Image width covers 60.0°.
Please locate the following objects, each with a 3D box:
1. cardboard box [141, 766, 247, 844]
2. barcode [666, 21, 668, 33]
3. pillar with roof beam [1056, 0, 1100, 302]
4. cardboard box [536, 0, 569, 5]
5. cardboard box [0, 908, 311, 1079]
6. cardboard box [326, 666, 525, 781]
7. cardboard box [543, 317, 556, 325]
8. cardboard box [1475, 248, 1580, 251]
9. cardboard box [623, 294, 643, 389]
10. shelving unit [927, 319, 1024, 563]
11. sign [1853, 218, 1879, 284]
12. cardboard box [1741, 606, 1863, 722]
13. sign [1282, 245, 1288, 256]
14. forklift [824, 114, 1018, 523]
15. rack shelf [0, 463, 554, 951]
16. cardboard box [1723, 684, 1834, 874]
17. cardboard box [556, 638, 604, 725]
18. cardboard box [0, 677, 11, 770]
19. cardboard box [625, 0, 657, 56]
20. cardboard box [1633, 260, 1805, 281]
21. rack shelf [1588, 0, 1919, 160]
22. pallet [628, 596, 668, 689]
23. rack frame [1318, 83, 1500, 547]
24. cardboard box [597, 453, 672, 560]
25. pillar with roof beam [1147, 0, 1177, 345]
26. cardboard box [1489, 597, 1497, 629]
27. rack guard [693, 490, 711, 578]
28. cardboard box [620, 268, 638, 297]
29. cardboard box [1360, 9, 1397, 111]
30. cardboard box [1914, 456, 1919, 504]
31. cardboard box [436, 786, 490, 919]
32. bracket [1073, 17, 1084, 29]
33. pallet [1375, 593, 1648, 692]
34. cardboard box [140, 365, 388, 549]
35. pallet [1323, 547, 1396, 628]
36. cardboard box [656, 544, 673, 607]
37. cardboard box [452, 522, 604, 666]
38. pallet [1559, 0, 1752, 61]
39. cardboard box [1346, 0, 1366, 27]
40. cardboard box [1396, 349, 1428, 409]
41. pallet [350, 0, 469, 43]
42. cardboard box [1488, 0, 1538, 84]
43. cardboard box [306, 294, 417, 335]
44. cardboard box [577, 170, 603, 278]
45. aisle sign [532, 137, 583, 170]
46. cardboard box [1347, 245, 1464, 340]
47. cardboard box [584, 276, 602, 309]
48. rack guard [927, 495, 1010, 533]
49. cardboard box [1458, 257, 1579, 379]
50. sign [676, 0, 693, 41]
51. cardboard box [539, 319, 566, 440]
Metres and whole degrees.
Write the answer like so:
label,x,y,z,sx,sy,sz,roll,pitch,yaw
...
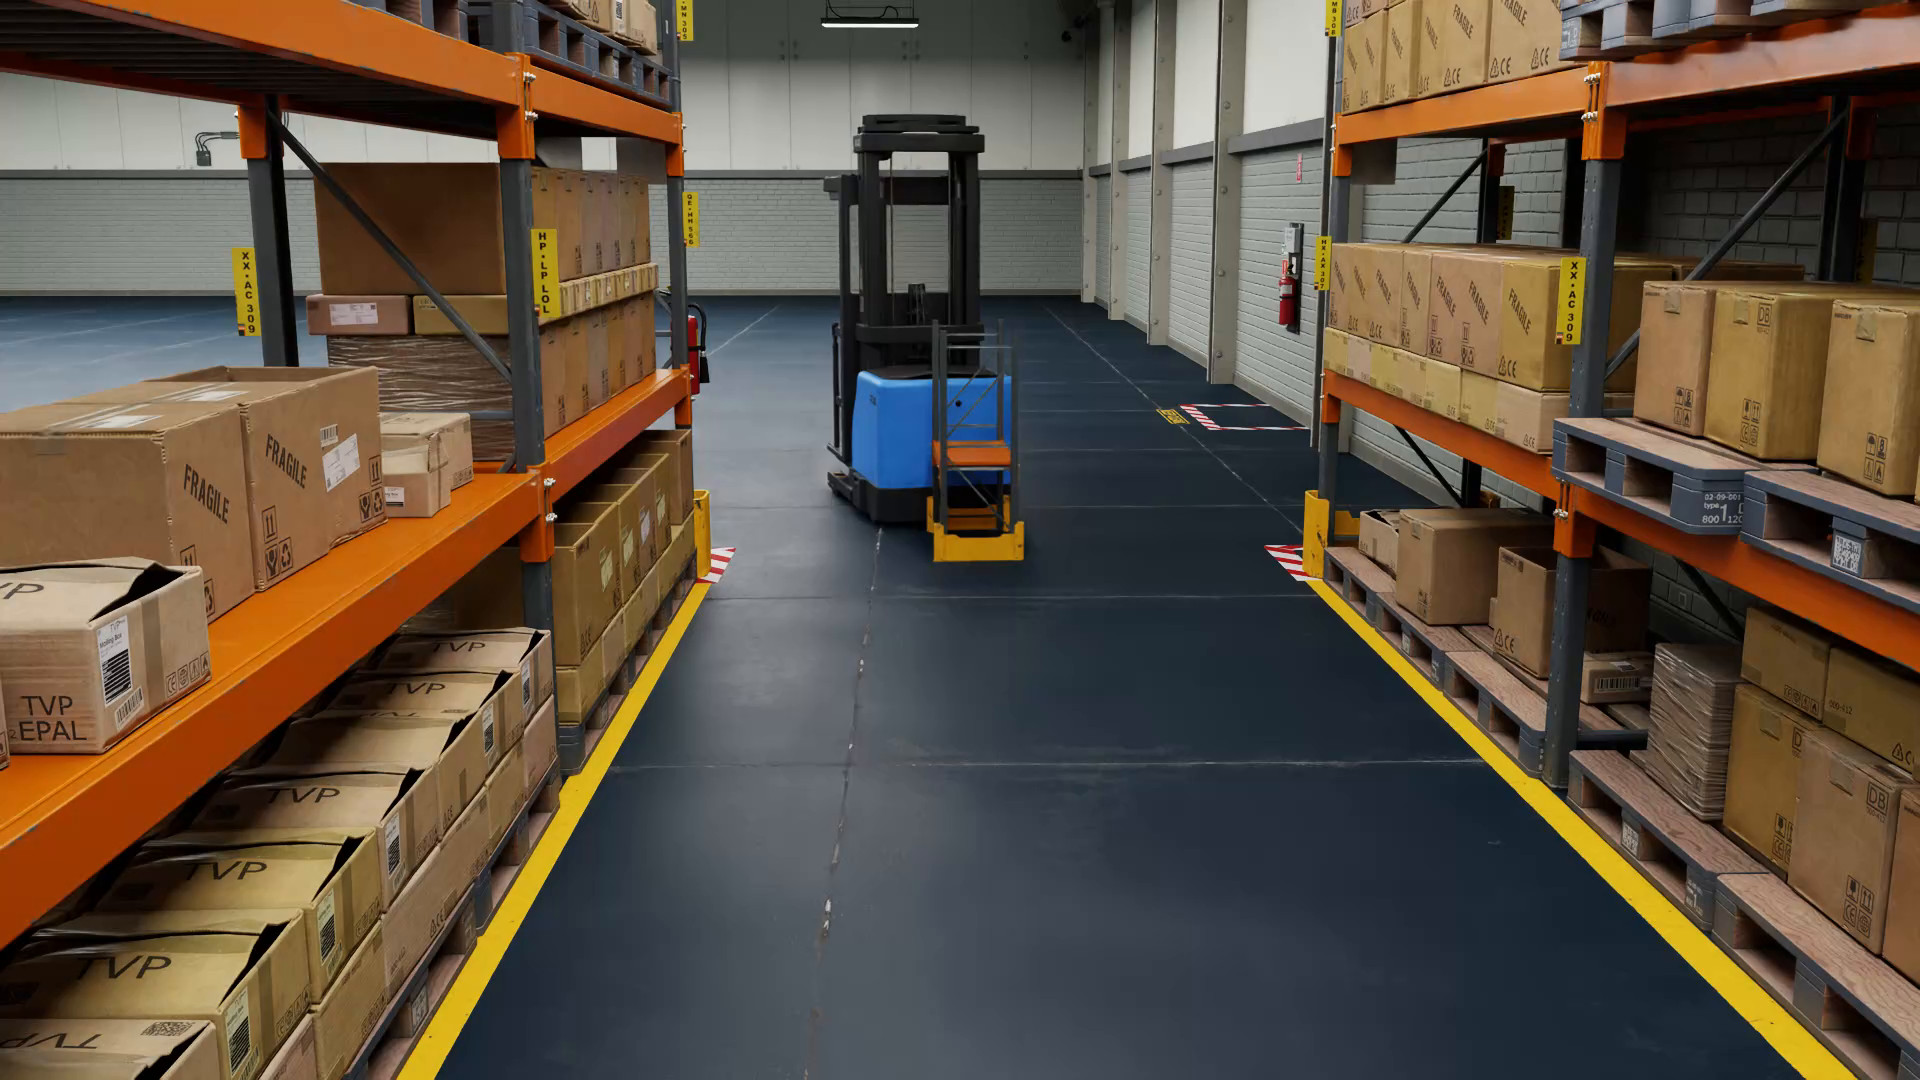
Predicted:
label,x,y,z,sx,sy,sz,roll,pitch,yaw
cardboard box,-2.301,0.792,4.558,0.500,0.311,0.500,0,11,0
barcode,-1.687,-2.955,9.576,0.001,0.075,0.075,0,11,-1
pillar with roof beam,-1.268,-10.030,38.365,9.100,9.000,0.548,0,11,-1
cardboard box,-1.840,-2.358,6.434,0.500,0.500,0.500,1,11,4
cardboard box,-1.747,0.989,3.589,0.500,0.311,0.500,-1,11,-3
cardboard box,-1.781,0.586,5.574,0.500,0.311,0.500,0,11,0
cardboard box,-1.918,-0.986,6.990,0.380,0.149,0.250,-1,11,-3
cardboard box,3.014,-1.288,8.803,0.500,0.500,0.500,-1,11,-3
cardboard box,-2.163,-1.110,9.236,0.700,0.500,0.500,0,11,0
shelving unit,0.091,-0.699,11.232,0.587,1.500,1.083,-1,11,-4
sign,3.414,-1.055,6.302,0.100,0.325,0.005,0,11,-1
cardboard box,2.904,0.391,5.381,0.500,0.250,0.500,0,11,-2
sign,3.602,-3.215,18.438,0.001,0.109,0.331,0,11,-1
forklift,-0.447,-1.805,13.083,1.130,2.935,3.031,-3,12,-14
rack shelf,-2.052,0.287,4.410,1.077,0.370,4.000,0,11,-1
cardboard box,2.952,0.774,5.381,0.700,0.500,0.500,0,11,-2
cardboard box,-1.800,0.585,6.991,0.500,0.250,0.500,0,11,-1
cardboard box,-1.974,0.303,2.745,0.500,0.311,0.500,0,11,2
cardboard box,-1.889,-2.702,8.756,0.500,0.250,0.500,0,11,-1
cardboard box,3.058,-0.883,6.806,0.500,0.500,0.500,-1,11,-2
rack shelf,2.901,-1.204,4.216,1.077,0.370,4.000,0,11,-1
pallet,-2.096,0.502,8.554,1.003,0.211,1.213,0,11,-1
rack frame,2.777,-1.280,10.322,1.000,3.000,0.127,0,11,-1
cardboard box,-1.832,-0.180,8.876,0.500,0.500,0.500,0,11,-1
pillar with roof beam,-1.020,-7.644,26.607,9.100,9.000,0.400,0,11,-1
cardboard box,2.846,0.379,8.210,0.380,0.149,0.250,-1,12,-6
rack guard,-2.176,-0.038,10.490,1.175,0.500,0.348,0,11,-1
cardboard box,-1.962,-1.397,9.019,0.380,0.149,0.250,0,11,0
cardboard box,2.509,-2.634,9.152,0.500,0.500,0.500,1,11,3
cardboard box,2.874,-0.295,4.110,0.700,0.500,0.500,0,11,-1
cardboard box,-1.775,0.962,5.133,0.500,0.250,0.500,0,11,0
bracket,2.690,-11.728,37.680,0.235,0.232,0.430,0,11,-1
pallet,2.782,0.506,8.536,1.003,0.211,1.213,0,11,-1
cardboard box,-2.083,-0.255,5.020,0.500,0.500,0.500,1,11,3
pallet,2.760,0.264,9.728,1.003,0.211,1.213,0,11,-1
cardboard box,-1.835,0.187,8.951,0.500,0.250,0.500,0,11,-1
cardboard box,-1.790,0.217,6.916,0.500,0.500,0.500,0,11,-1
pallet,2.766,-1.739,5.516,1.213,0.211,1.003,0,11,-1
cardboard box,2.542,-3.221,9.530,0.500,0.500,0.500,-1,12,-5
cardboard box,2.507,-0.813,8.347,0.500,0.250,0.500,0,11,-1
pallet,-2.062,-1.664,5.155,0.805,0.209,1.217,-1,11,-3
cardboard box,2.604,-2.213,7.078,0.500,0.500,0.500,-1,12,-6
cardboard box,-2.313,-0.883,6.486,0.380,0.149,0.250,0,11,-1
cardboard box,-2.140,-1.536,8.070,0.700,0.500,0.500,0,11,-1
aisle sign,-2.484,-2.544,10.018,0.394,0.787,0.004,0,11,-1
cardboard box,2.486,-1.389,9.302,0.500,0.500,0.500,0,11,-1
cardboard box,-1.941,-1.192,8.009,0.380,0.149,0.250,0,11,-2
rack guard,0.058,-0.185,11.843,0.587,0.250,0.087,-1,11,-4
cardboard box,2.524,-0.980,7.287,0.500,0.500,0.500,0,11,-1
sign,-1.633,-3.123,9.837,0.100,0.325,0.005,0,11,-1
cardboard box,-2.126,-0.705,7.240,0.700,0.500,0.500,0,11,-2
